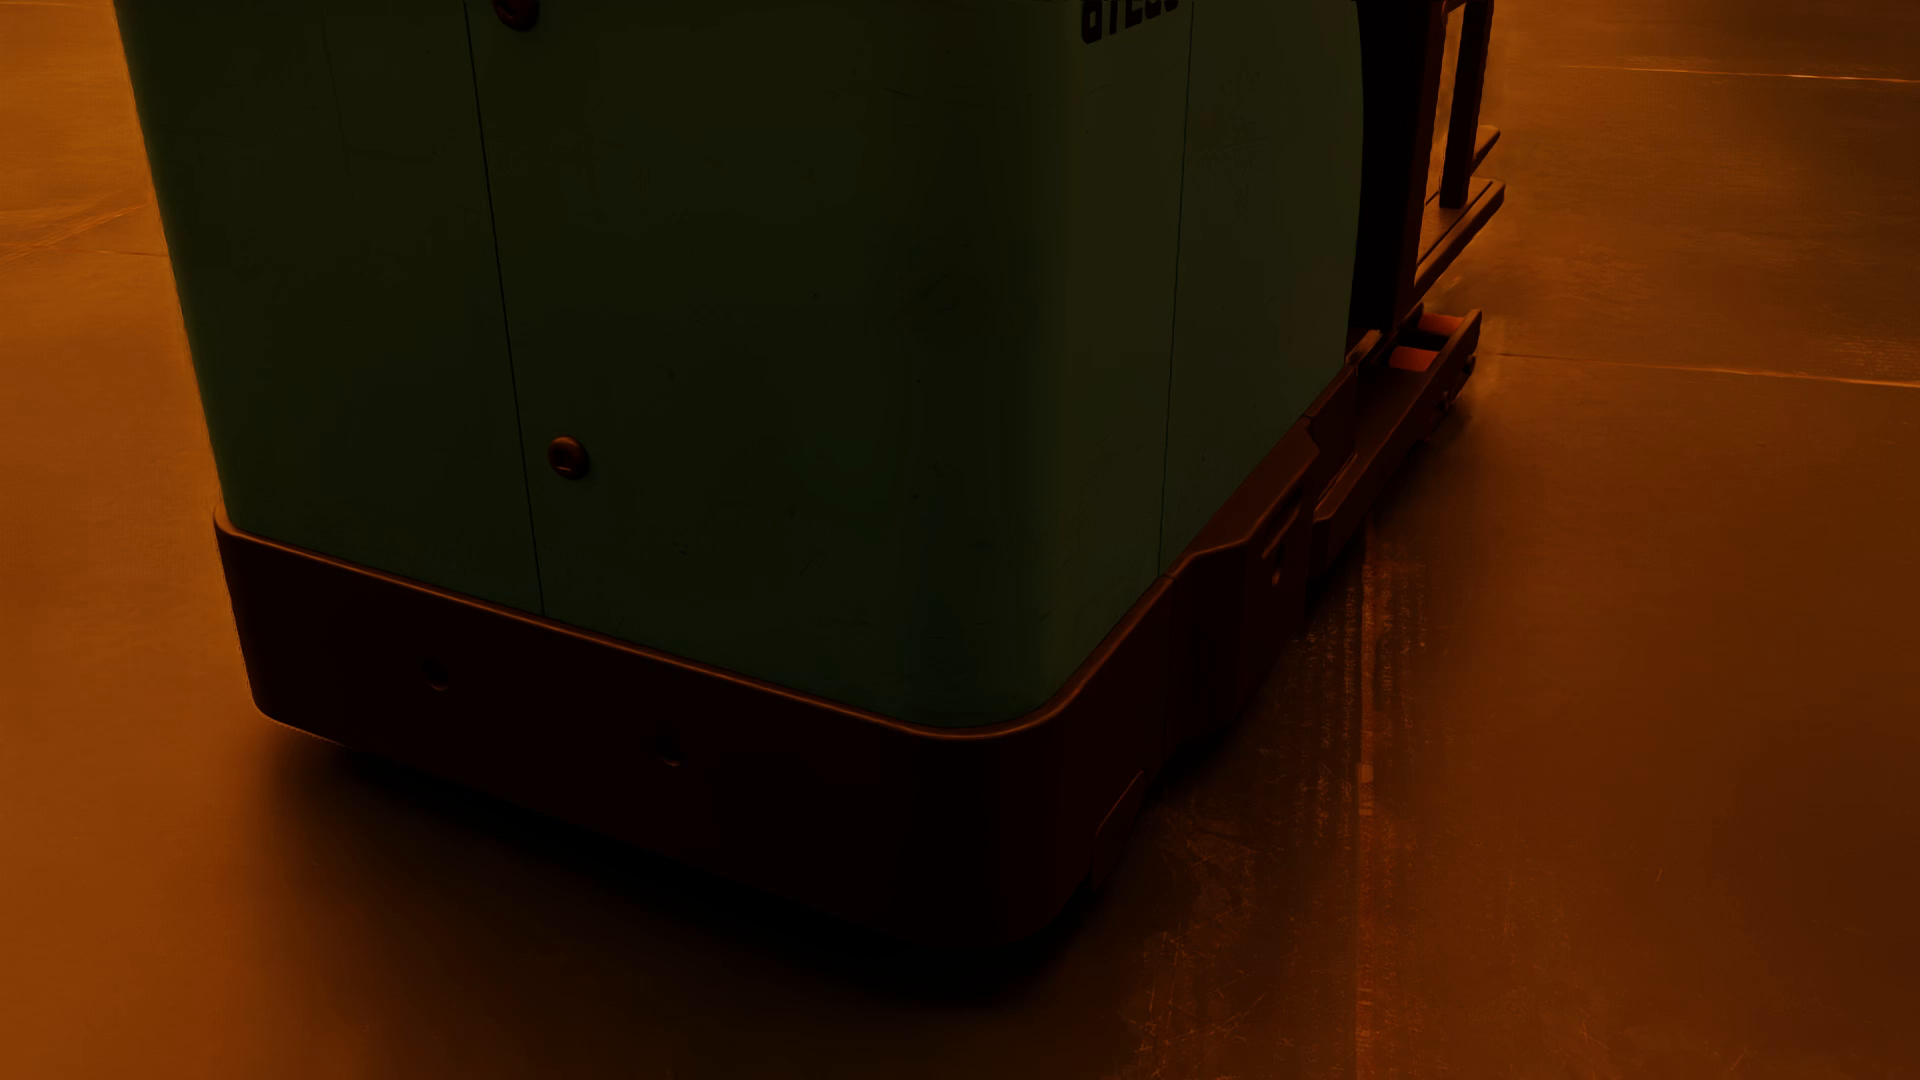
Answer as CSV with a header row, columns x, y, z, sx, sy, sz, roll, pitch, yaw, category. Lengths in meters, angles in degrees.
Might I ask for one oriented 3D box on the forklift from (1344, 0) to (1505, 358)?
x,y,z,sx,sy,sz,roll,pitch,yaw,category
0.307,-1.555,2.400,1.101,2.867,2.884,13,30,24,forklift
